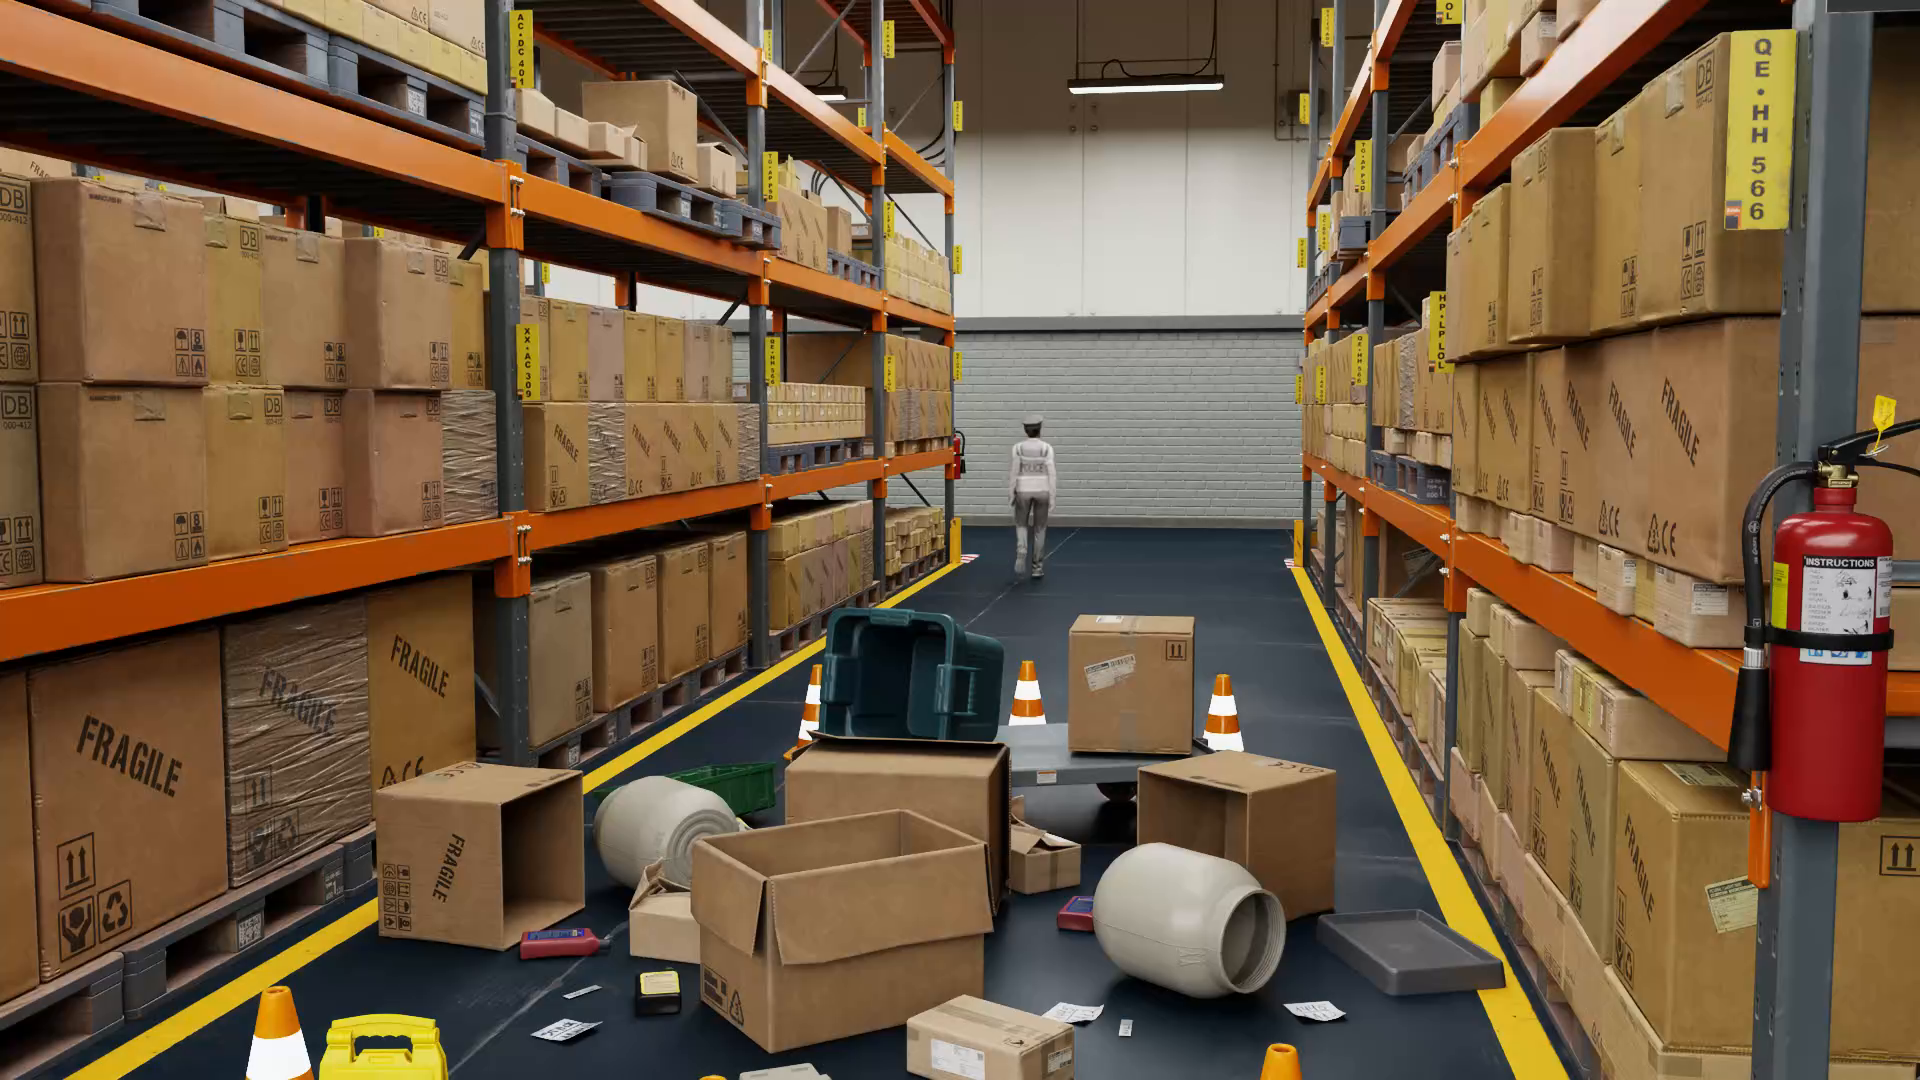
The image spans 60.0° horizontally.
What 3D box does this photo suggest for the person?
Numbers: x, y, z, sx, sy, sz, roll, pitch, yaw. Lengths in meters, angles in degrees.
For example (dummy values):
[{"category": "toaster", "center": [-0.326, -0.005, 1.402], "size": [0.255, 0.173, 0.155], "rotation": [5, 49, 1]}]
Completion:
[{"category": "person", "center": [1.318, -1.333, 13.620], "size": [5.304, 2.347, 21.858], "rotation": [1, 5, 9]}]
